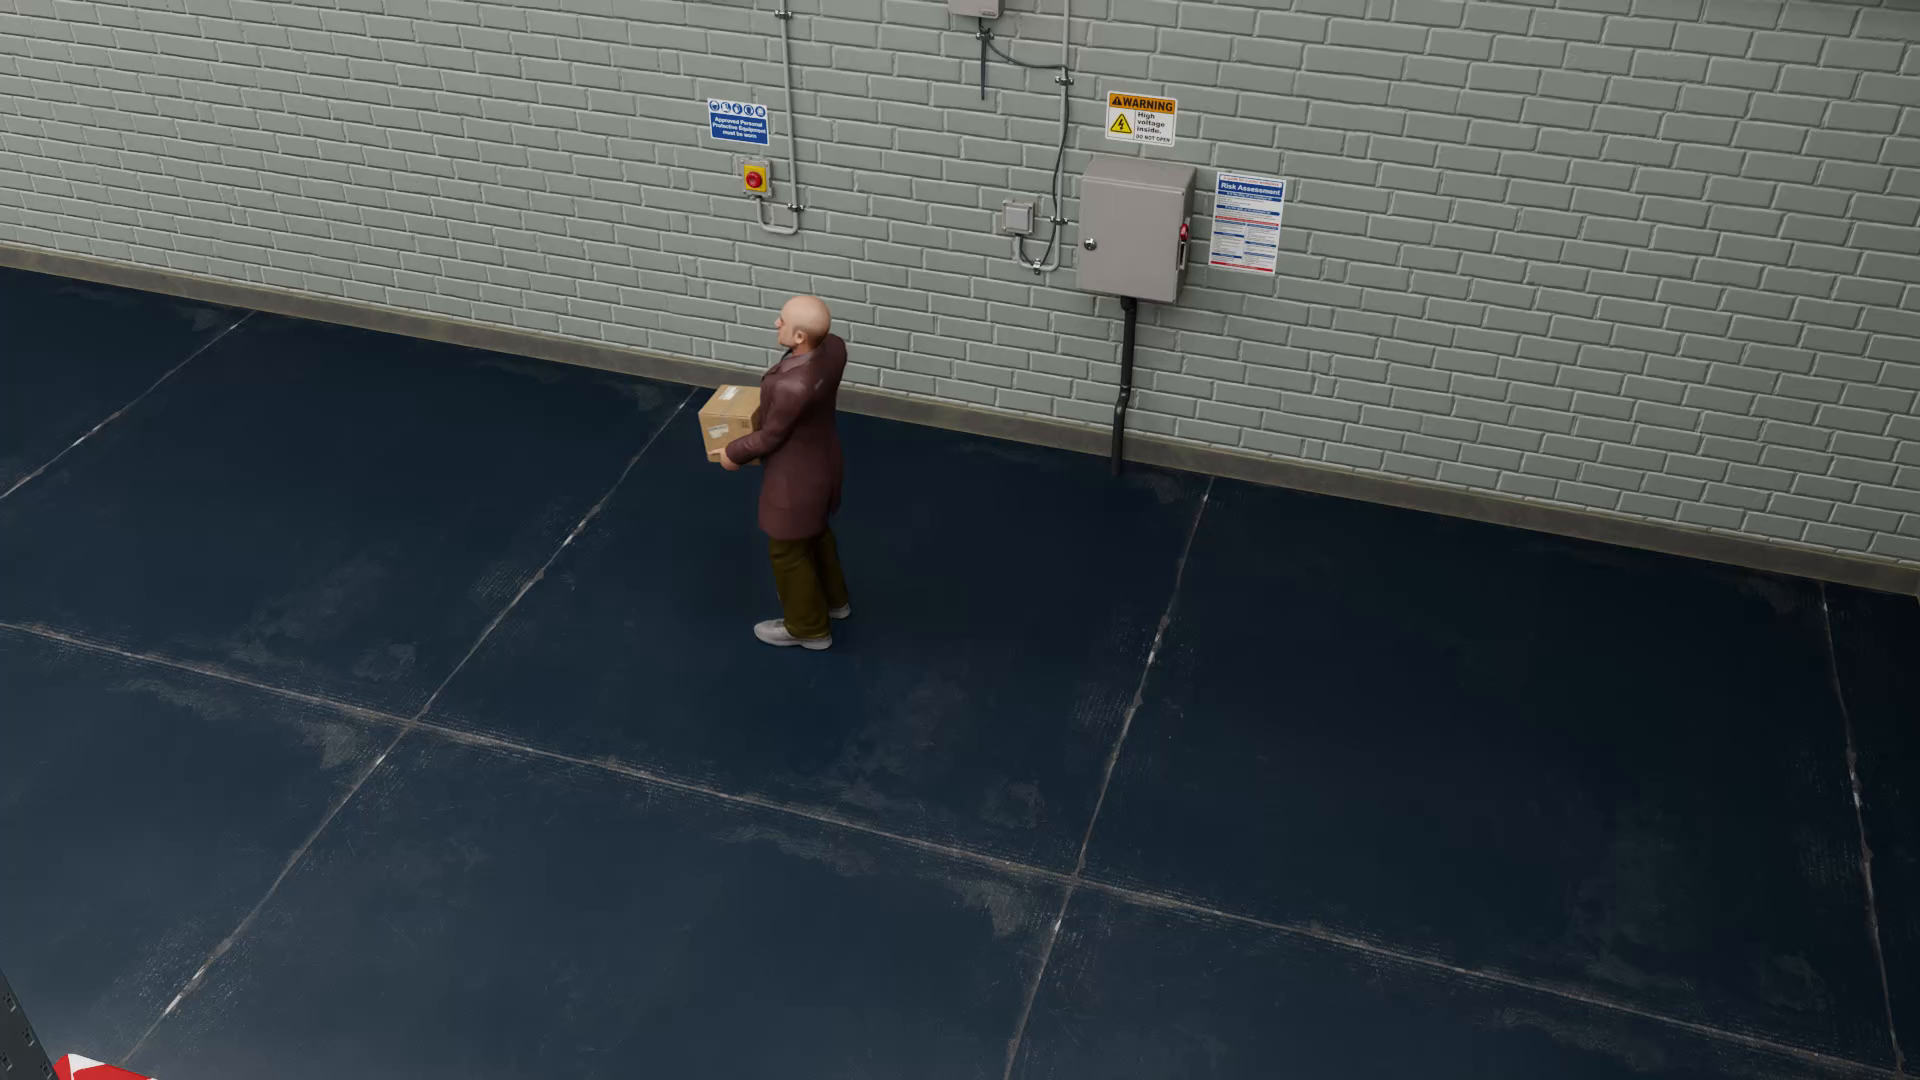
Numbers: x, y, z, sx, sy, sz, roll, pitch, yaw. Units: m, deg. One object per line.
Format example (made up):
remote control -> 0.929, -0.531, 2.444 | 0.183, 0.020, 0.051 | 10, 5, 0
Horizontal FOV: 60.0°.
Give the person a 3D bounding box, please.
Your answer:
person -> -0.792, -0.238, 7.396 | 0.562, 1.572, 0.530 | 11, 38, 14
